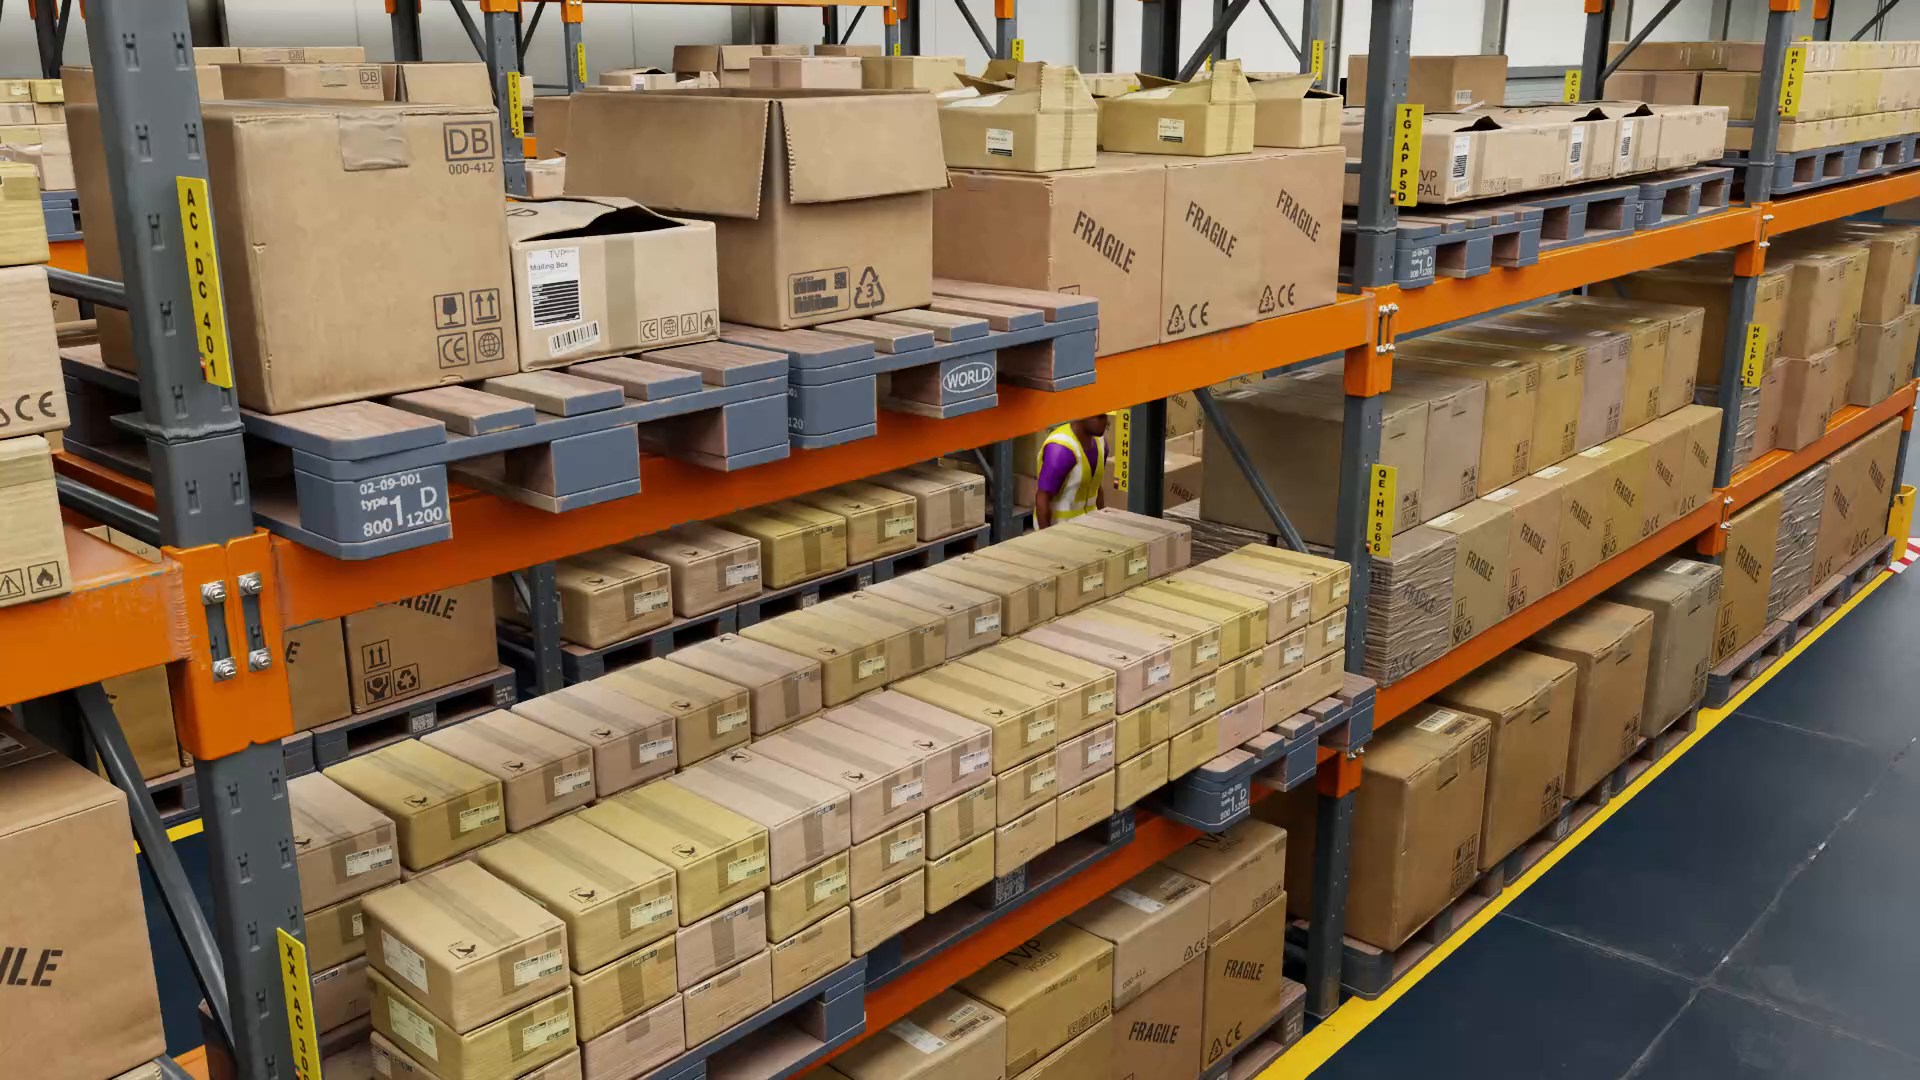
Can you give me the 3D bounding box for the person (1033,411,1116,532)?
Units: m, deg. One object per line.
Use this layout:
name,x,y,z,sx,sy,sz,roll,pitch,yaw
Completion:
person,0.681,-0.023,9.682,0.472,1.802,0.625,13,21,37
